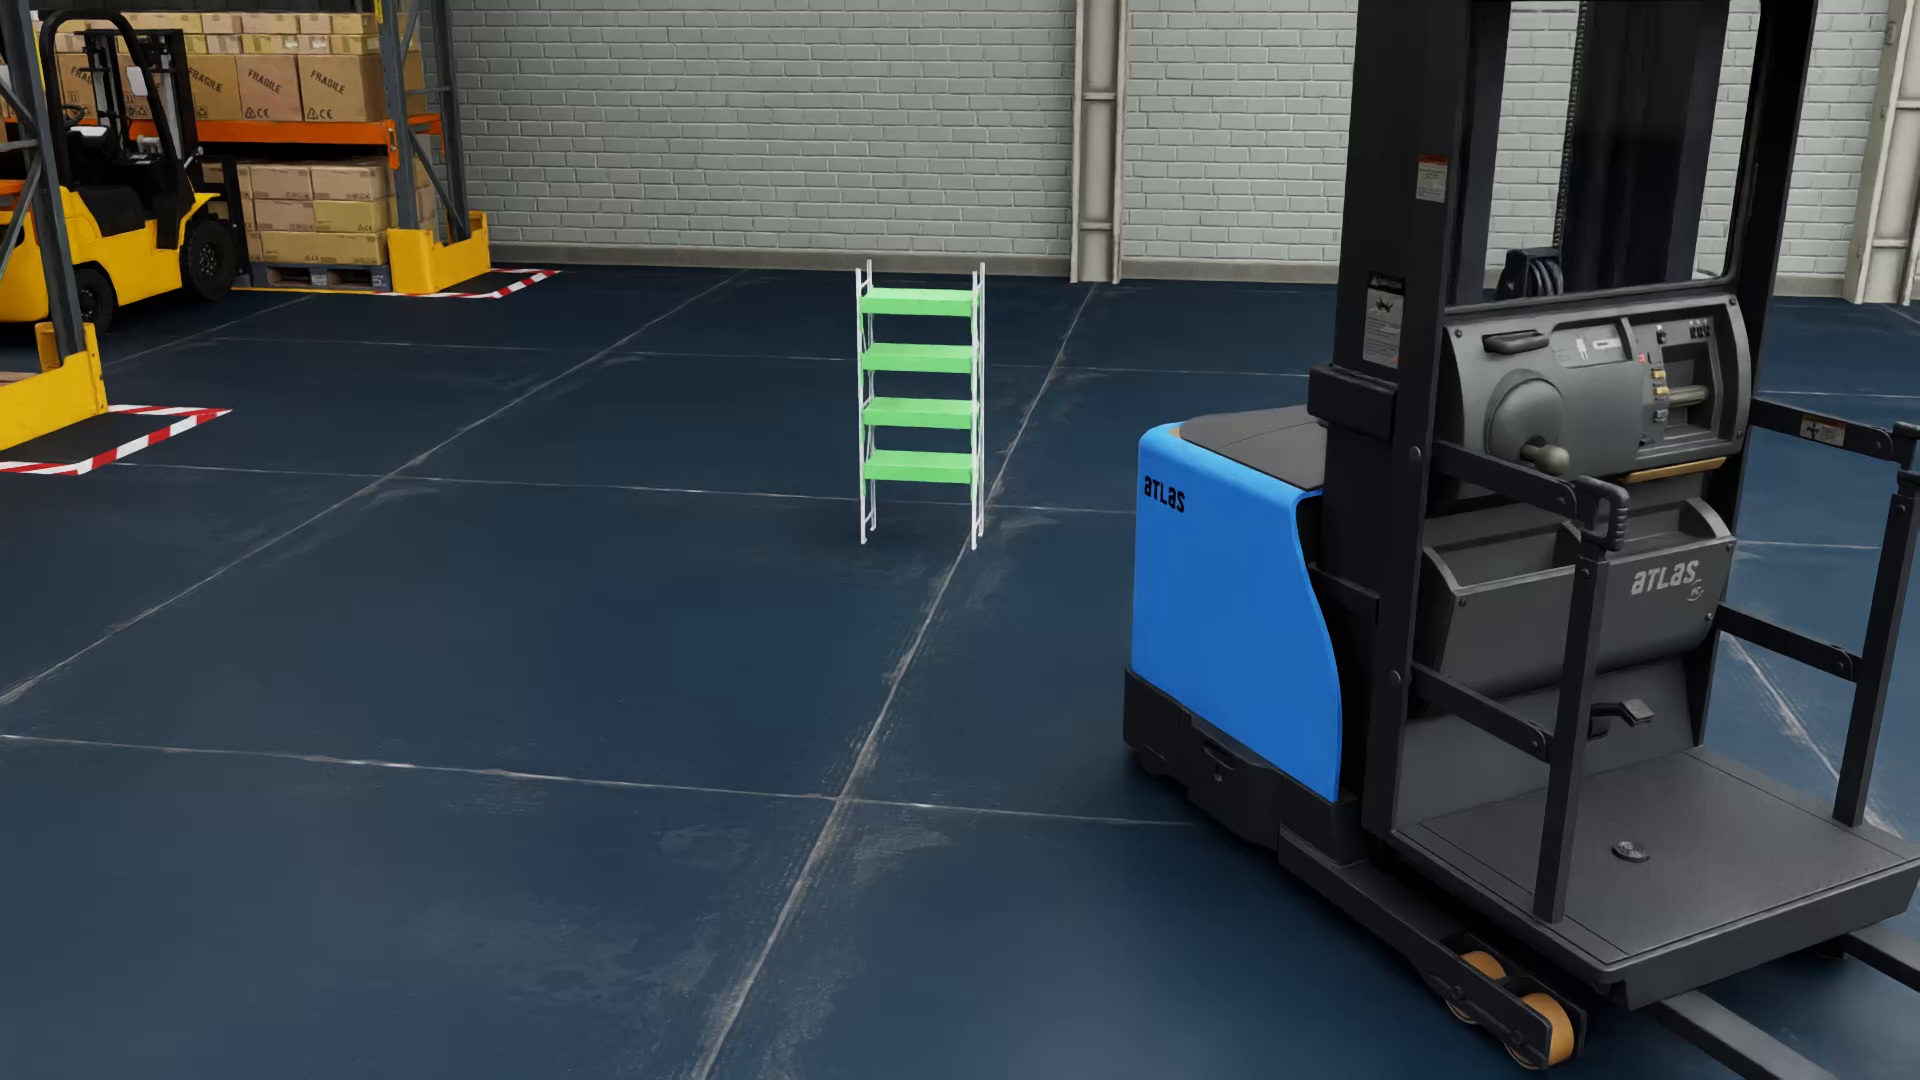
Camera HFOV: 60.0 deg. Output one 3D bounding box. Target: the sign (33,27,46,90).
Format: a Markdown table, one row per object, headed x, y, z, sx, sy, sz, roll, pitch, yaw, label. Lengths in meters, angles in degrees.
| x | y | z | sx | sy | sz | roll | pitch | yaw | label |
| --- | --- | --- | --- | --- | --- | --- | --- | --- | --- |
| -4.959 | -2.574 | 8.904 | 0.005 | 0.325 | 0.100 | 3 | 19 | 9 | sign |

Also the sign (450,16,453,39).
| x | y | z | sx | sy | sz | roll | pitch | yaw | label |
| --- | --- | --- | --- | --- | --- | --- | --- | --- | --- |
| -4.167 | -4.170 | 13.551 | 0.005 | 0.325 | 0.100 | 3 | 19 | 9 | sign |

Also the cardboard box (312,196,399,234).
| x | y | z | sx | sy | sz | roll | pitch | yaw | label |
| --- | --- | --- | --- | --- | --- | --- | --- | --- | --- |
| -4.792 | -2.608 | 13.253 | 0.500 | 0.250 | 0.500 | 3 | 19 | 8 | cardboard box |

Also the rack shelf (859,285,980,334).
| x | y | z | sx | sy | sz | roll | pitch | yaw | label |
| --- | --- | --- | --- | --- | --- | --- | --- | --- | --- |
| -0.163 | -0.972 | 7.006 | 0.480 | 0.148 | 0.258 | 3 | 19 | 9 | rack shelf |

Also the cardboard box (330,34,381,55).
| x | y | z | sx | sy | sz | roll | pitch | yaw | label |
| --- | --- | --- | --- | --- | --- | --- | --- | --- | --- |
| -4.648 | -3.833 | 12.853 | 0.250 | 0.149 | 0.380 | 3 | 19 | 9 | cardboard box |

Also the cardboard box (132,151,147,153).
| x | y | z | sx | sy | sz | roll | pitch | yaw | label |
| --- | --- | --- | --- | --- | --- | --- | --- | --- | --- |
| -7.192 | -3.134 | 14.039 | 0.500 | 0.250 | 0.500 | 3 | 19 | 8 | cardboard box |

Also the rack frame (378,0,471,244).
| x | y | z | sx | sy | sz | roll | pitch | yaw | label |
| --- | --- | --- | --- | --- | --- | --- | --- | --- | --- |
| -4.261 | -3.549 | 13.182 | 0.127 | 3.000 | 1.000 | 3 | 19 | 9 | rack frame |

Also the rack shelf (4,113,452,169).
| x | y | z | sx | sy | sz | roll | pitch | yaw | label |
| --- | --- | --- | --- | --- | --- | --- | --- | --- | --- |
| -6.236 | -3.308 | 13.597 | 4.000 | 0.370 | 1.077 | 3 | 19 | 9 | rack shelf |

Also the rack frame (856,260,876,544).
| x | y | z | sx | sy | sz | roll | pitch | yaw | label |
| --- | --- | --- | --- | --- | --- | --- | --- | --- | --- |
| -0.404 | -0.590 | 7.174 | 0.015 | 1.200 | 0.240 | 3 | 19 | 9 | rack frame |

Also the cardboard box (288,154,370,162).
| x | y | z | sx | sy | sz | roll | pitch | yaw | label |
| --- | --- | --- | --- | --- | --- | --- | --- | --- | --- |
| -5.200 | -3.026 | 13.714 | 0.500 | 0.250 | 0.500 | 3 | 19 | 9 | cardboard box |

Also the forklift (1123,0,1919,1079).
| x | y | z | sx | sy | sz | roll | pitch | yaw | label |
| --- | --- | --- | --- | --- | --- | --- | --- | --- | --- |
| 1.621 | -0.359 | 3.757 | 1.130 | 2.935 | 3.031 | -9 | 21 | -25 | forklift |

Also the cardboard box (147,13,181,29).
| x | y | z | sx | sy | sz | roll | pitch | yaw | label |
| --- | --- | --- | --- | --- | --- | --- | --- | --- | --- |
| -6.164 | -4.072 | 13.098 | 0.250 | 0.149 | 0.380 | 3 | 19 | 9 | cardboard box |

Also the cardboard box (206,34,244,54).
| x | y | z | sx | sy | sz | roll | pitch | yaw | label |
| --- | --- | --- | --- | --- | --- | --- | --- | --- | --- |
| -5.666 | -3.884 | 13.004 | 0.250 | 0.149 | 0.380 | 2 | 19 | 7 | cardboard box |

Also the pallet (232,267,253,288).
| x | y | z | sx | sy | sz | roll | pitch | yaw | label |
| --- | --- | --- | --- | --- | --- | --- | --- | --- | --- |
| -6.224 | -2.314 | 13.886 | 1.213 | 0.211 | 1.003 | 3 | 19 | 9 | pallet |

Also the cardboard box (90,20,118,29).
| x | y | z | sx | sy | sz | roll | pitch | yaw | label |
| --- | --- | --- | --- | --- | --- | --- | --- | --- | --- |
| -6.659 | -4.097 | 13.172 | 0.250 | 0.149 | 0.380 | 3 | 19 | 8 | cardboard box |

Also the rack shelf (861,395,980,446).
| x | y | z | sx | sy | sz | roll | pitch | yaw | label |
| --- | --- | --- | --- | --- | --- | --- | --- | --- | --- |
| -0.163 | -0.517 | 7.158 | 0.480 | 0.148 | 0.258 | 3 | 19 | 9 | rack shelf |

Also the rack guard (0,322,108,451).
| x | y | z | sx | sy | sz | roll | pitch | yaw | label |
| --- | --- | --- | --- | --- | --- | --- | --- | --- | --- |
| -5.120 | -0.812 | 8.942 | 0.348 | 0.500 | 1.175 | 3 | 19 | 9 | rack guard |

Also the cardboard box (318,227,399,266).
| x | y | z | sx | sy | sz | roll | pitch | yaw | label |
| --- | --- | --- | --- | --- | --- | --- | --- | --- | --- |
| -4.775 | -2.369 | 13.326 | 0.500 | 0.250 | 0.500 | 3 | 19 | 9 | cardboard box |

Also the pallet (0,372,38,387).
| x | y | z | sx | sy | sz | roll | pitch | yaw | label |
| --- | --- | --- | --- | --- | --- | --- | --- | --- | --- |
| -5.917 | -0.727 | 9.143 | 1.213 | 0.211 | 1.003 | 3 | 19 | 9 | pallet |

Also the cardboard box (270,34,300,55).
| x | y | z | sx | sy | sz | roll | pitch | yaw | label |
| --- | --- | --- | --- | --- | --- | --- | --- | --- | --- |
| -5.152 | -3.869 | 12.960 | 0.250 | 0.149 | 0.380 | 3 | 19 | 10 | cardboard box |

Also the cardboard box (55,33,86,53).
| x | y | z | sx | sy | sz | roll | pitch | yaw | label |
| --- | --- | --- | --- | --- | --- | --- | --- | --- | --- |
| -6.930 | -3.940 | 13.172 | 0.250 | 0.149 | 0.380 | 3 | 19 | 8 | cardboard box |

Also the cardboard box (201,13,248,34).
| x | y | z | sx | sy | sz | roll | pitch | yaw | label |
| --- | --- | --- | --- | --- | --- | --- | --- | --- | --- |
| -5.668 | -4.018 | 12.937 | 0.250 | 0.149 | 0.380 | 3 | 19 | 10 | cardboard box |

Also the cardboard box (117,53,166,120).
| x | y | z | sx | sy | sz | roll | pitch | yaw | label |
| --- | --- | --- | --- | --- | --- | --- | --- | --- | --- |
| -6.304 | -3.615 | 13.223 | 0.500 | 0.500 | 0.500 | 3 | 19 | 9 | cardboard box |

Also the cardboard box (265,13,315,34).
| x | y | z | sx | sy | sz | roll | pitch | yaw | label |
| --- | --- | --- | --- | --- | --- | --- | --- | --- | --- |
| -5.160 | -4.004 | 12.894 | 0.250 | 0.149 | 0.380 | 3 | 19 | 10 | cardboard box |

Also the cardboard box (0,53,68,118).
| x | y | z | sx | sy | sz | roll | pitch | yaw | label |
| --- | --- | --- | --- | --- | --- | --- | --- | --- | --- |
| -7.297 | -3.672 | 13.394 | 0.500 | 0.500 | 0.500 | 3 | 19 | 10 | cardboard box |

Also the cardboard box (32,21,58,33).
| x | y | z | sx | sy | sz | roll | pitch | yaw | label |
| --- | --- | --- | --- | --- | --- | --- | --- | --- | --- |
| -7.179 | -4.097 | 13.172 | 0.250 | 0.149 | 0.380 | 3 | 19 | 10 | cardboard box |

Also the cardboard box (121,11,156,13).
| x | y | z | sx | sy | sz | roll | pitch | yaw | label |
| --- | --- | --- | --- | --- | --- | --- | --- | --- | --- |
| -6.833 | -4.278 | 13.712 | 0.250 | 0.149 | 0.380 | 3 | 19 | 8 | cardboard box |

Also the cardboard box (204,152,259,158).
| x | y | z | sx | sy | sz | roll | pitch | yaw | label |
| --- | --- | --- | --- | --- | --- | --- | --- | --- | --- |
| -6.197 | -3.082 | 13.883 | 0.500 | 0.250 | 0.500 | 3 | 19 | 8 | cardboard box |

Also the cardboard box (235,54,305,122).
| x | y | z | sx | sy | sz | roll | pitch | yaw | label |
| --- | --- | --- | --- | --- | --- | --- | --- | --- | --- |
| -5.300 | -3.568 | 13.081 | 0.500 | 0.500 | 0.500 | 4 | 19 | 10 | cardboard box |

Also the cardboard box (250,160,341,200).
| x | y | z | sx | sy | sz | roll | pitch | yaw | label |
| --- | --- | --- | --- | --- | --- | --- | --- | --- | --- |
| -5.271 | -2.867 | 13.241 | 0.500 | 0.250 | 0.500 | 3 | 19 | 10 | cardboard box |

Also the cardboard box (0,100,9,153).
| x | y | z | sx | sy | sz | roll | pitch | yaw | label |
| --- | --- | --- | --- | --- | --- | --- | --- | --- | --- |
| -5.469 | -2.293 | 8.801 | 0.500 | 0.500 | 0.500 | 3 | 19 | 8 | cardboard box |

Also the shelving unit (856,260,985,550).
| x | y | z | sx | sy | sz | roll | pitch | yaw | label |
| --- | --- | --- | --- | --- | --- | --- | --- | --- | --- |
| -0.163 | -0.577 | 7.138 | 0.503 | 1.200 | 0.258 | 3 | 19 | 9 | shelving unit |

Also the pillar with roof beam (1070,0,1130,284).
| x | y | z | sx | sy | sz | roll | pitch | yaw | label |
| --- | --- | --- | --- | --- | --- | --- | --- | --- | --- |
| 0.435 | -5.060 | 8.245 | 0.400 | 9.000 | 9.100 | 3 | 19 | 9 | pillar with roof beam |

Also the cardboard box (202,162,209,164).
| x | y | z | sx | sy | sz | roll | pitch | yaw | label |
| --- | --- | --- | --- | --- | --- | --- | --- | --- | --- |
| -6.270 | -2.918 | 13.391 | 0.500 | 0.250 | 0.500 | 3 | 19 | 8 | cardboard box |

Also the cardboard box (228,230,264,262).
| x | y | z | sx | sy | sz | roll | pitch | yaw | label |
| --- | --- | --- | --- | --- | --- | --- | --- | --- | --- |
| -5.757 | -2.425 | 13.494 | 0.500 | 0.250 | 0.500 | 3 | 19 | 9 | cardboard box |

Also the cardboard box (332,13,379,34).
| x | y | z | sx | sy | sz | roll | pitch | yaw | label |
| --- | --- | --- | --- | --- | --- | --- | --- | --- | --- |
| -4.649 | -3.997 | 12.872 | 0.250 | 0.149 | 0.380 | 3 | 19 | 9 | cardboard box |

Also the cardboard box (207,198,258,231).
| x | y | z | sx | sy | sz | roll | pitch | yaw | label |
| --- | --- | --- | --- | --- | --- | --- | --- | --- | --- |
| -5.798 | -2.656 | 13.396 | 0.500 | 0.250 | 0.500 | 2 | 19 | 7 | cardboard box |

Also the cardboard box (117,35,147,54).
| x | y | z | sx | sy | sz | roll | pitch | yaw | label |
| --- | --- | --- | --- | --- | --- | --- | --- | --- | --- |
| -6.414 | -3.923 | 13.119 | 0.250 | 0.149 | 0.380 | 3 | 19 | 8 | cardboard box |

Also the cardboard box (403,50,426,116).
| x | y | z | sx | sy | sz | roll | pitch | yaw | label |
| --- | --- | --- | --- | --- | --- | --- | --- | --- | --- |
| -4.706 | -3.708 | 13.500 | 0.500 | 0.500 | 0.500 | 4 | 19 | 10 | cardboard box |
